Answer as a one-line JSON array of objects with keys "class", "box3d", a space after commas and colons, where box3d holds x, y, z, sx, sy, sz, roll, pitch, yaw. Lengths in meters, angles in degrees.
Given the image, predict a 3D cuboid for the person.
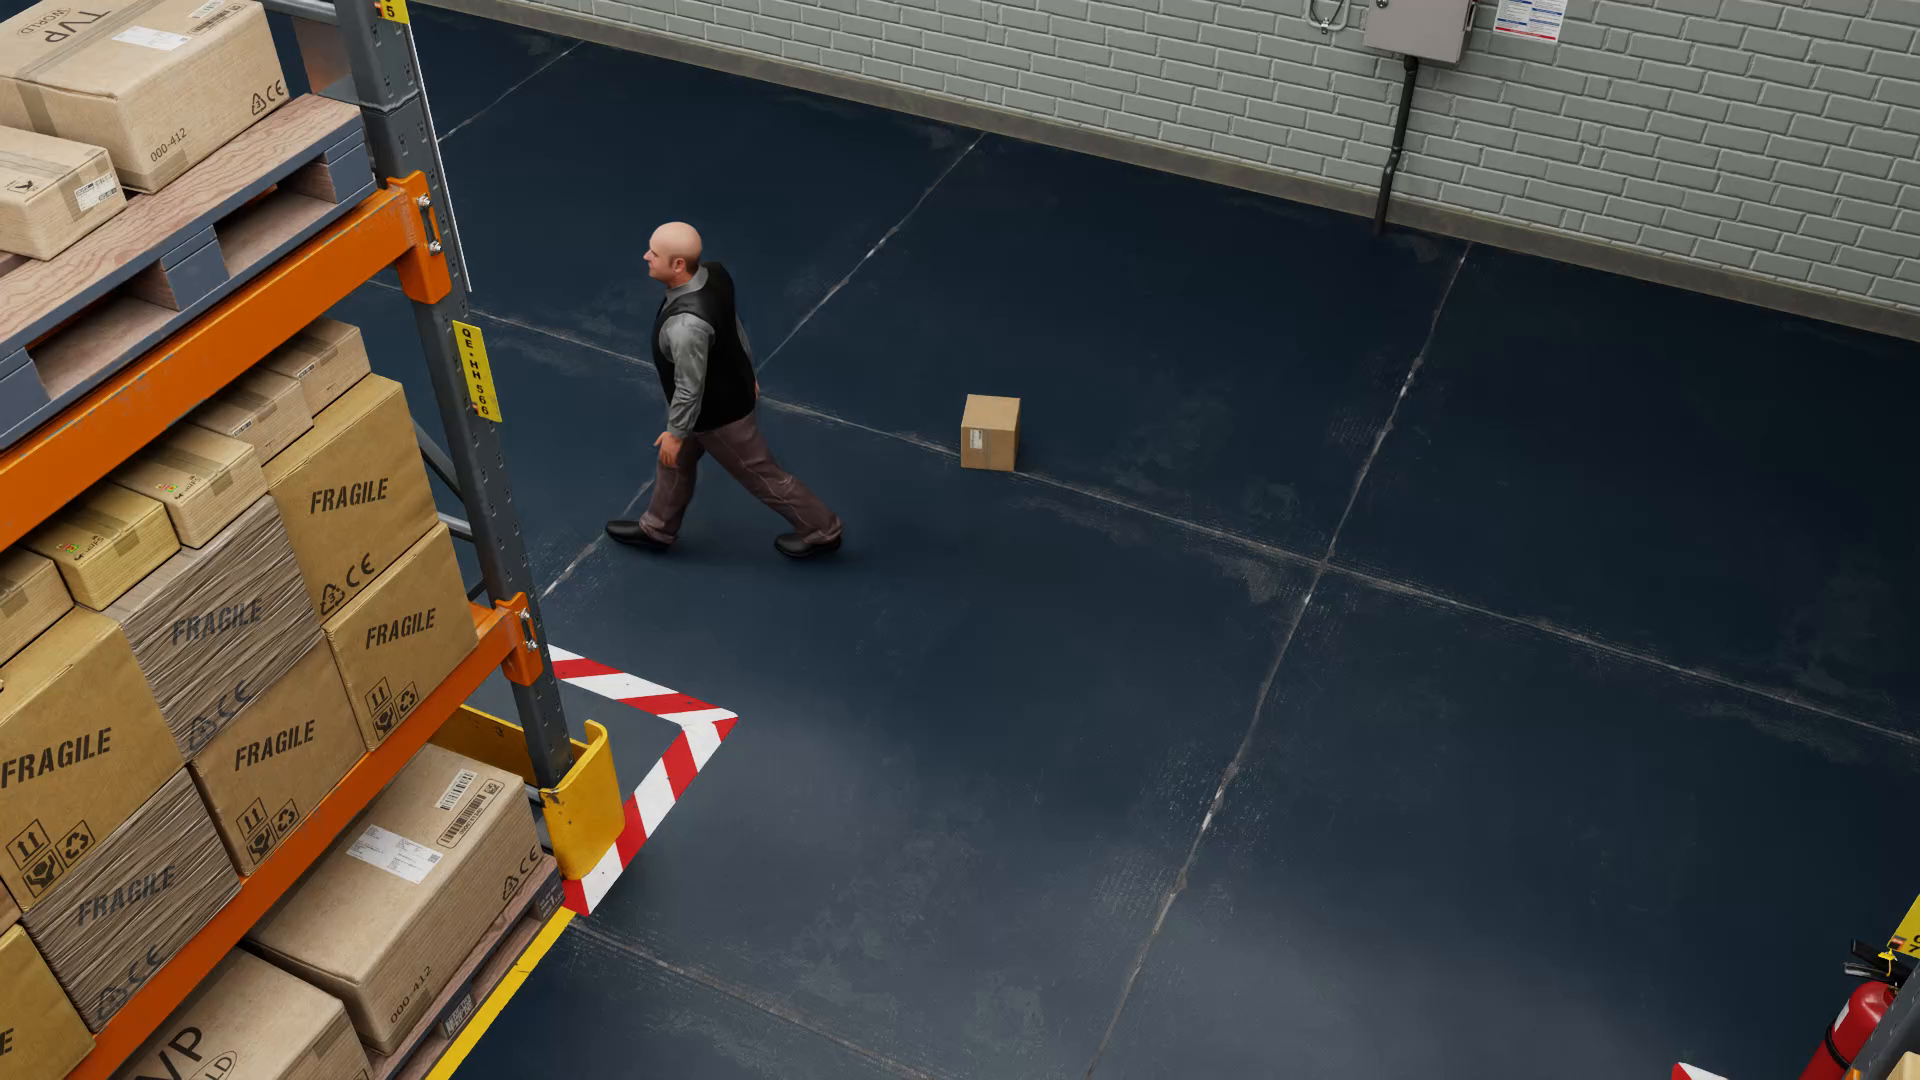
[{"class": "person", "box3d": [-1.038, -0.553, 6.813, 1.064, 1.667, 0.564, -3, 42, -3]}]
